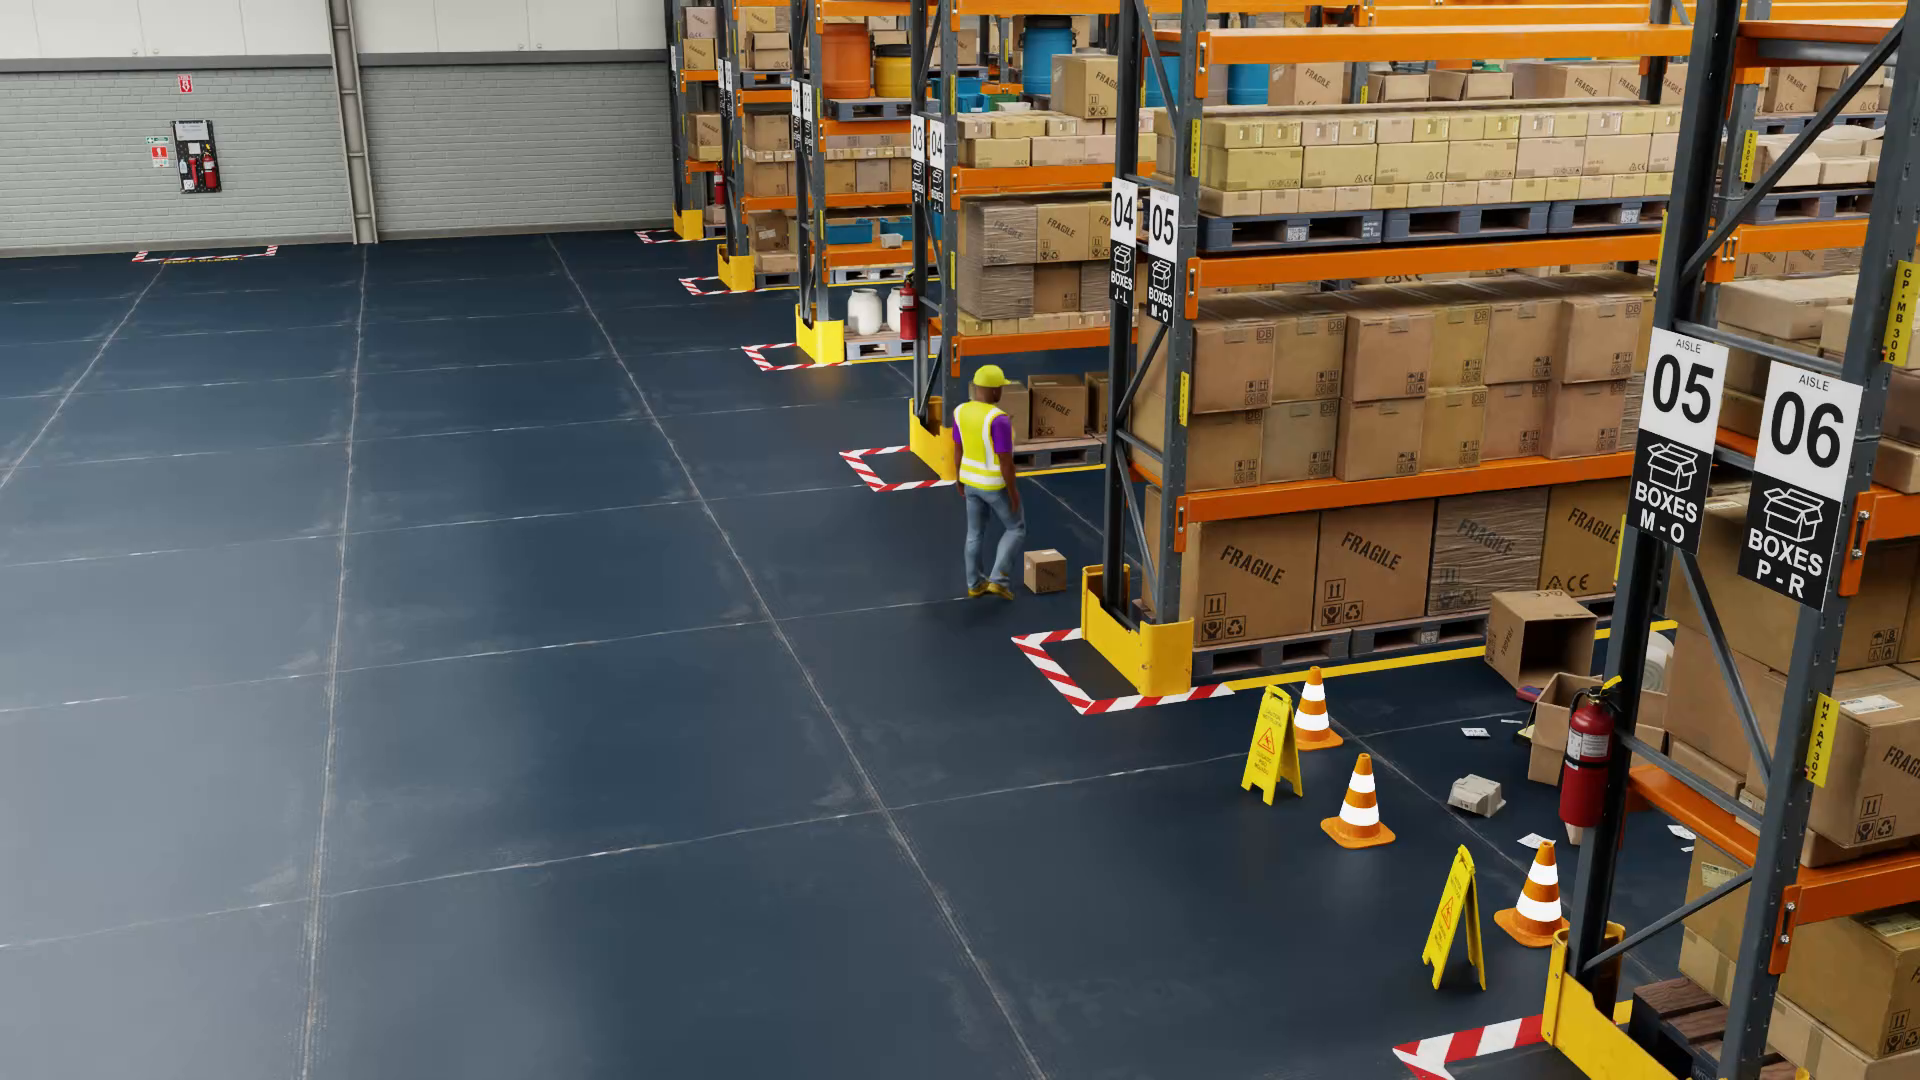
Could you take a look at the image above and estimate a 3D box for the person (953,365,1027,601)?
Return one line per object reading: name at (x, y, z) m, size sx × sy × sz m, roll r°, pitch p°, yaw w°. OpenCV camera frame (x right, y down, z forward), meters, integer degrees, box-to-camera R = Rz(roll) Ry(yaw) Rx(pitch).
person at (0.216, -0.422, 12.234) m, size 0.606 × 1.781 × 0.411 m, roll 17°, pitch 25°, yaw 40°
